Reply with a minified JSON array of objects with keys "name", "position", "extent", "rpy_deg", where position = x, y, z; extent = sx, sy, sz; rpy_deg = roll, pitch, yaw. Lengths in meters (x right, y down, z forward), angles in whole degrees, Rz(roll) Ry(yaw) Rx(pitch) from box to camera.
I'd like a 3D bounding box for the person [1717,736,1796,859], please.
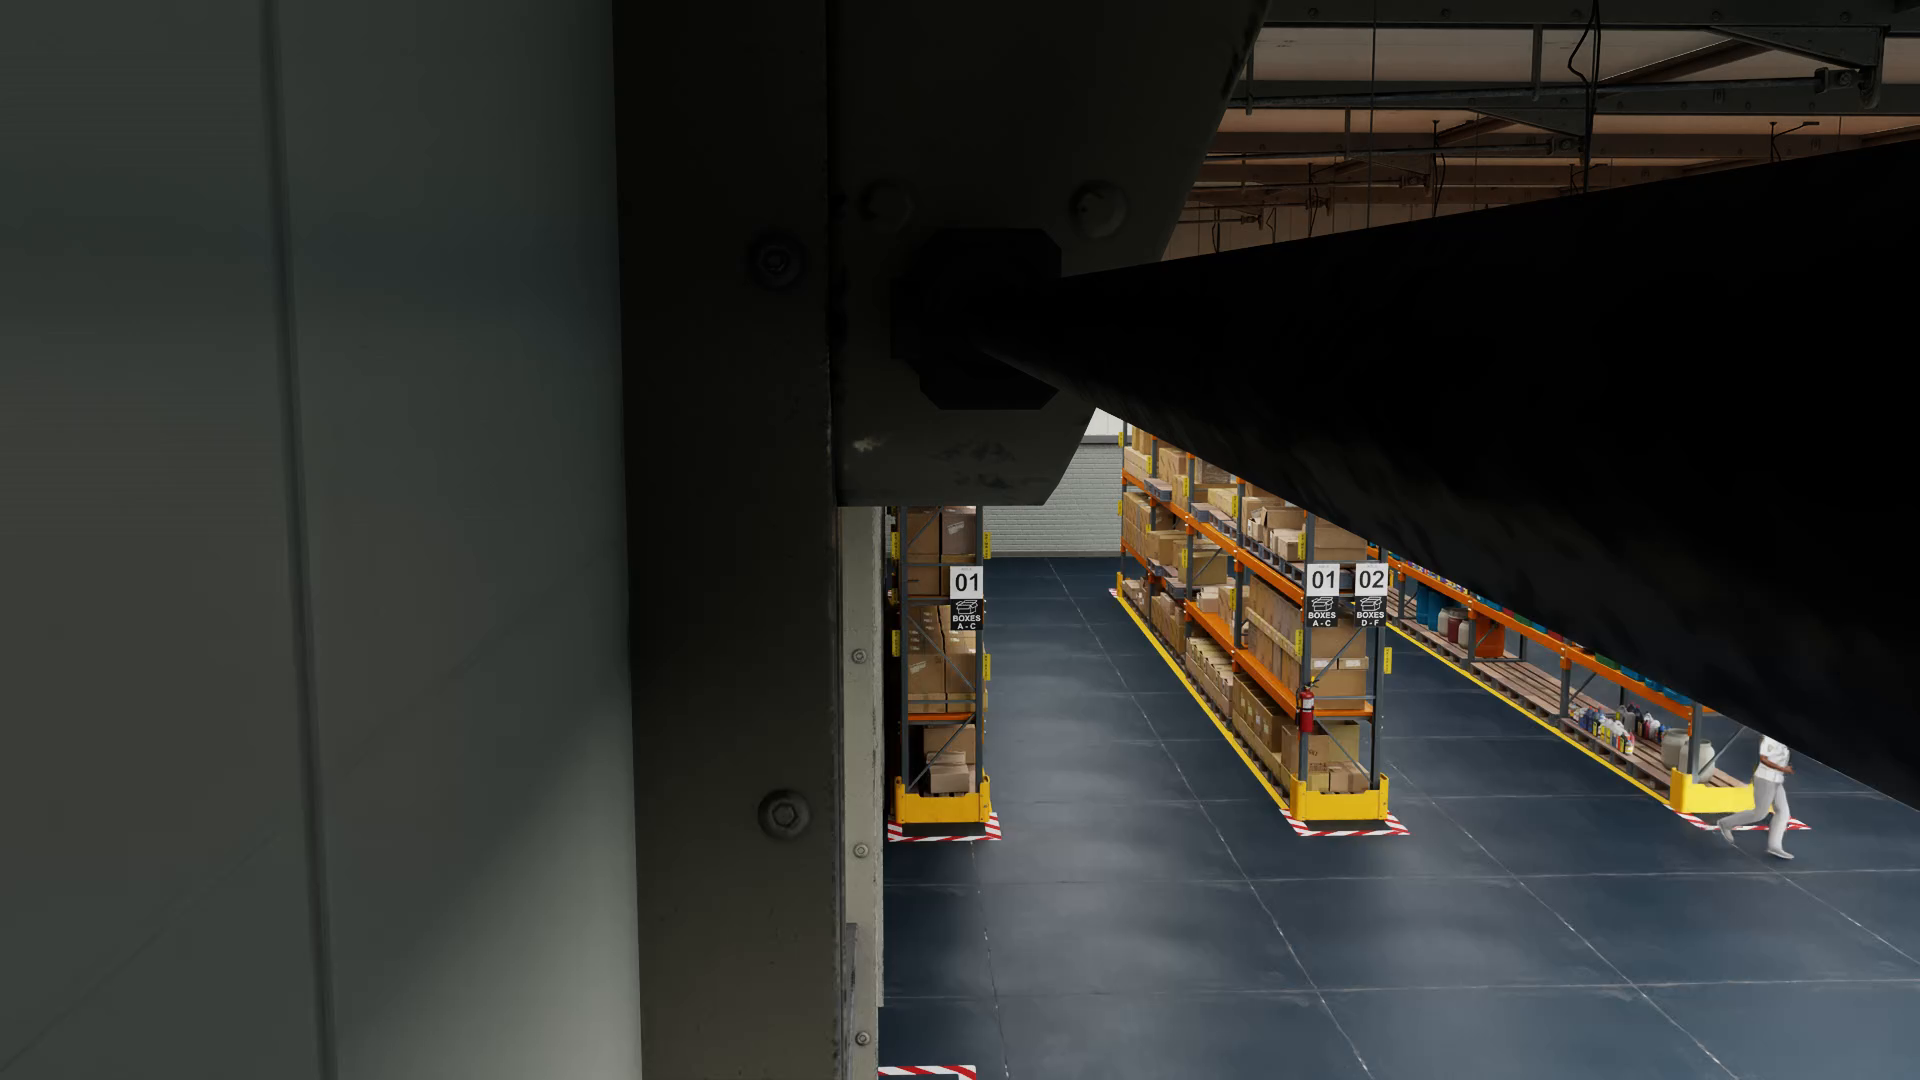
[{"name":"person","position":[9.411,2.809,19.459],"extent":[0.852,1.651,0.631],"rpy_deg":[7,10,40]}]
